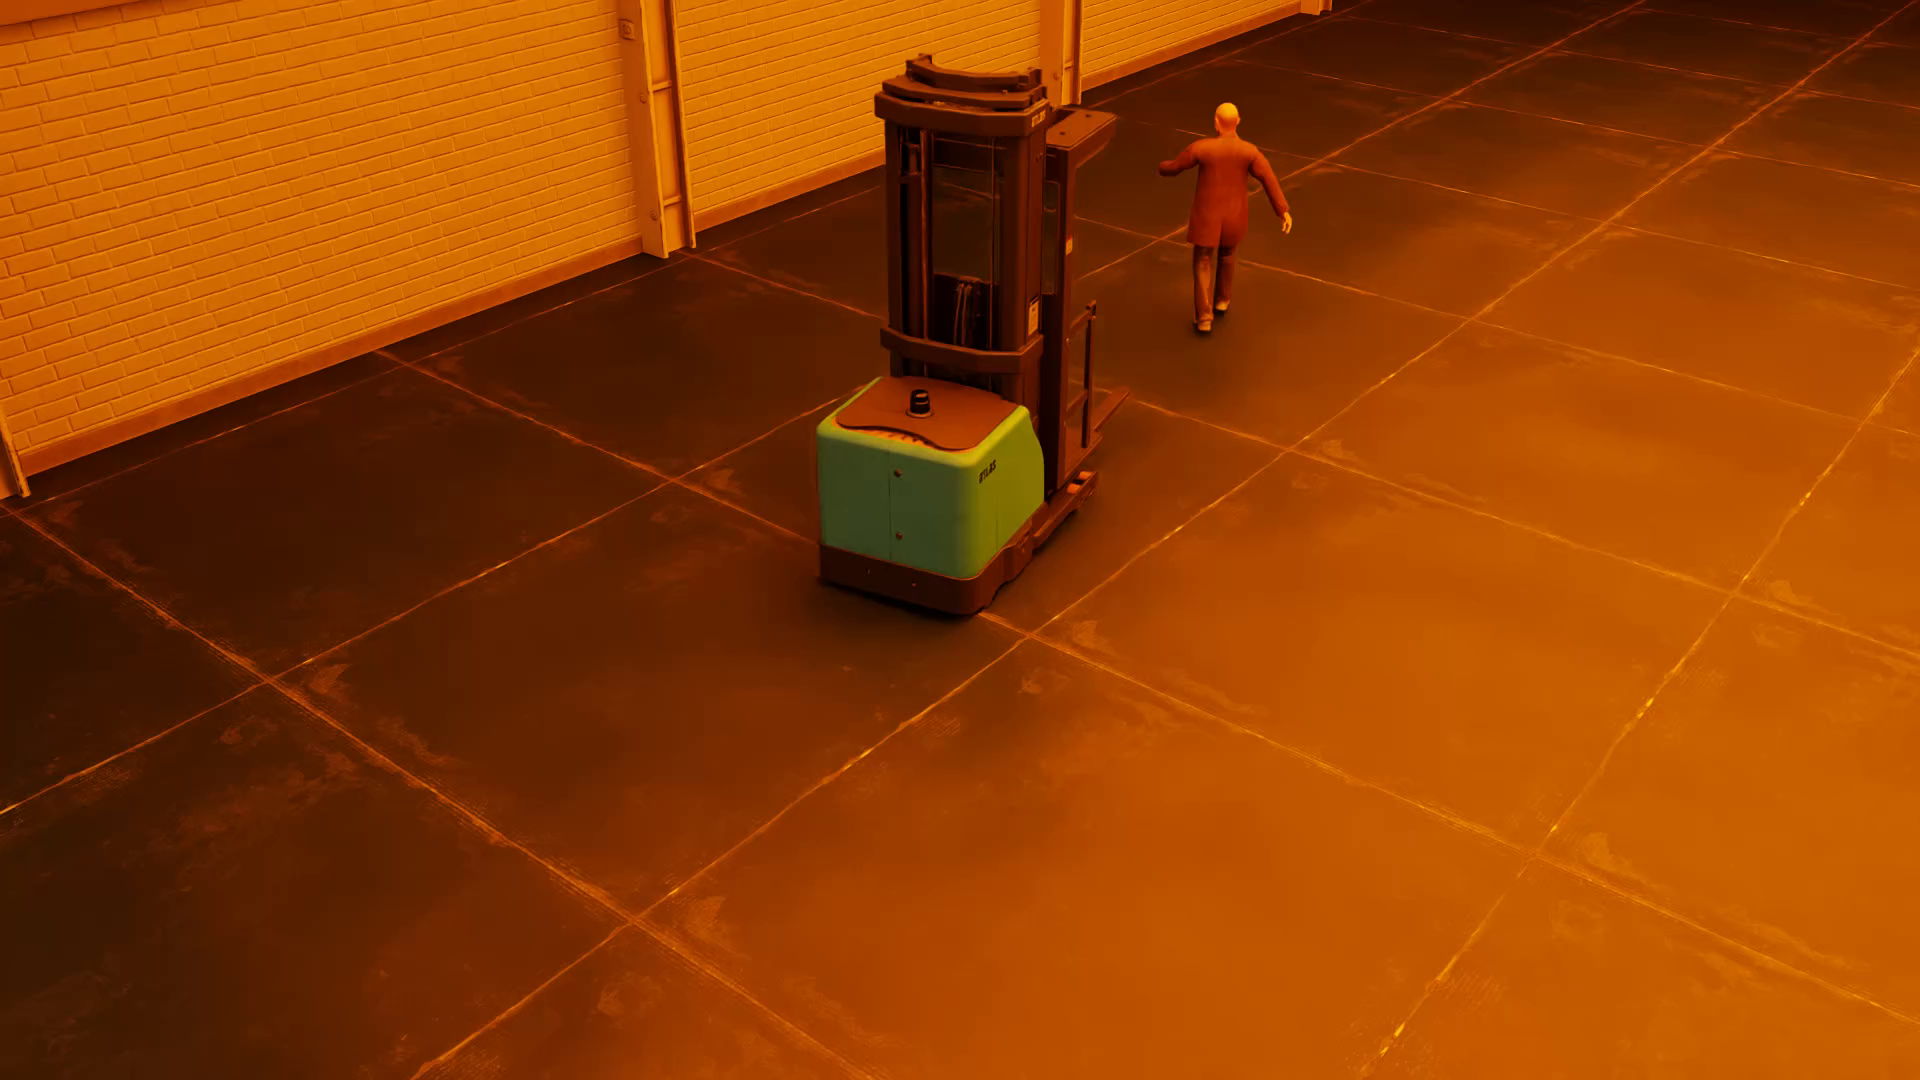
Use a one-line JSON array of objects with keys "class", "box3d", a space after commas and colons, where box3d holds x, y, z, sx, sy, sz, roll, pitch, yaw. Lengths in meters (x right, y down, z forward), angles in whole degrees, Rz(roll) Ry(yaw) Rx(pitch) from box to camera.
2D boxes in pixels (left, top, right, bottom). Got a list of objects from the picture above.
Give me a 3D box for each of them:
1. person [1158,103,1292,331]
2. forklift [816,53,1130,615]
[{"class": "person", "box3d": [2.080, -2.593, 13.150, 1.022, 1.755, 0.812, 1, 30, 1]}, {"class": "forklift", "box3d": [0.257, -1.553, 10.253, 1.130, 2.935, 3.031, 14, 33, 22]}]
